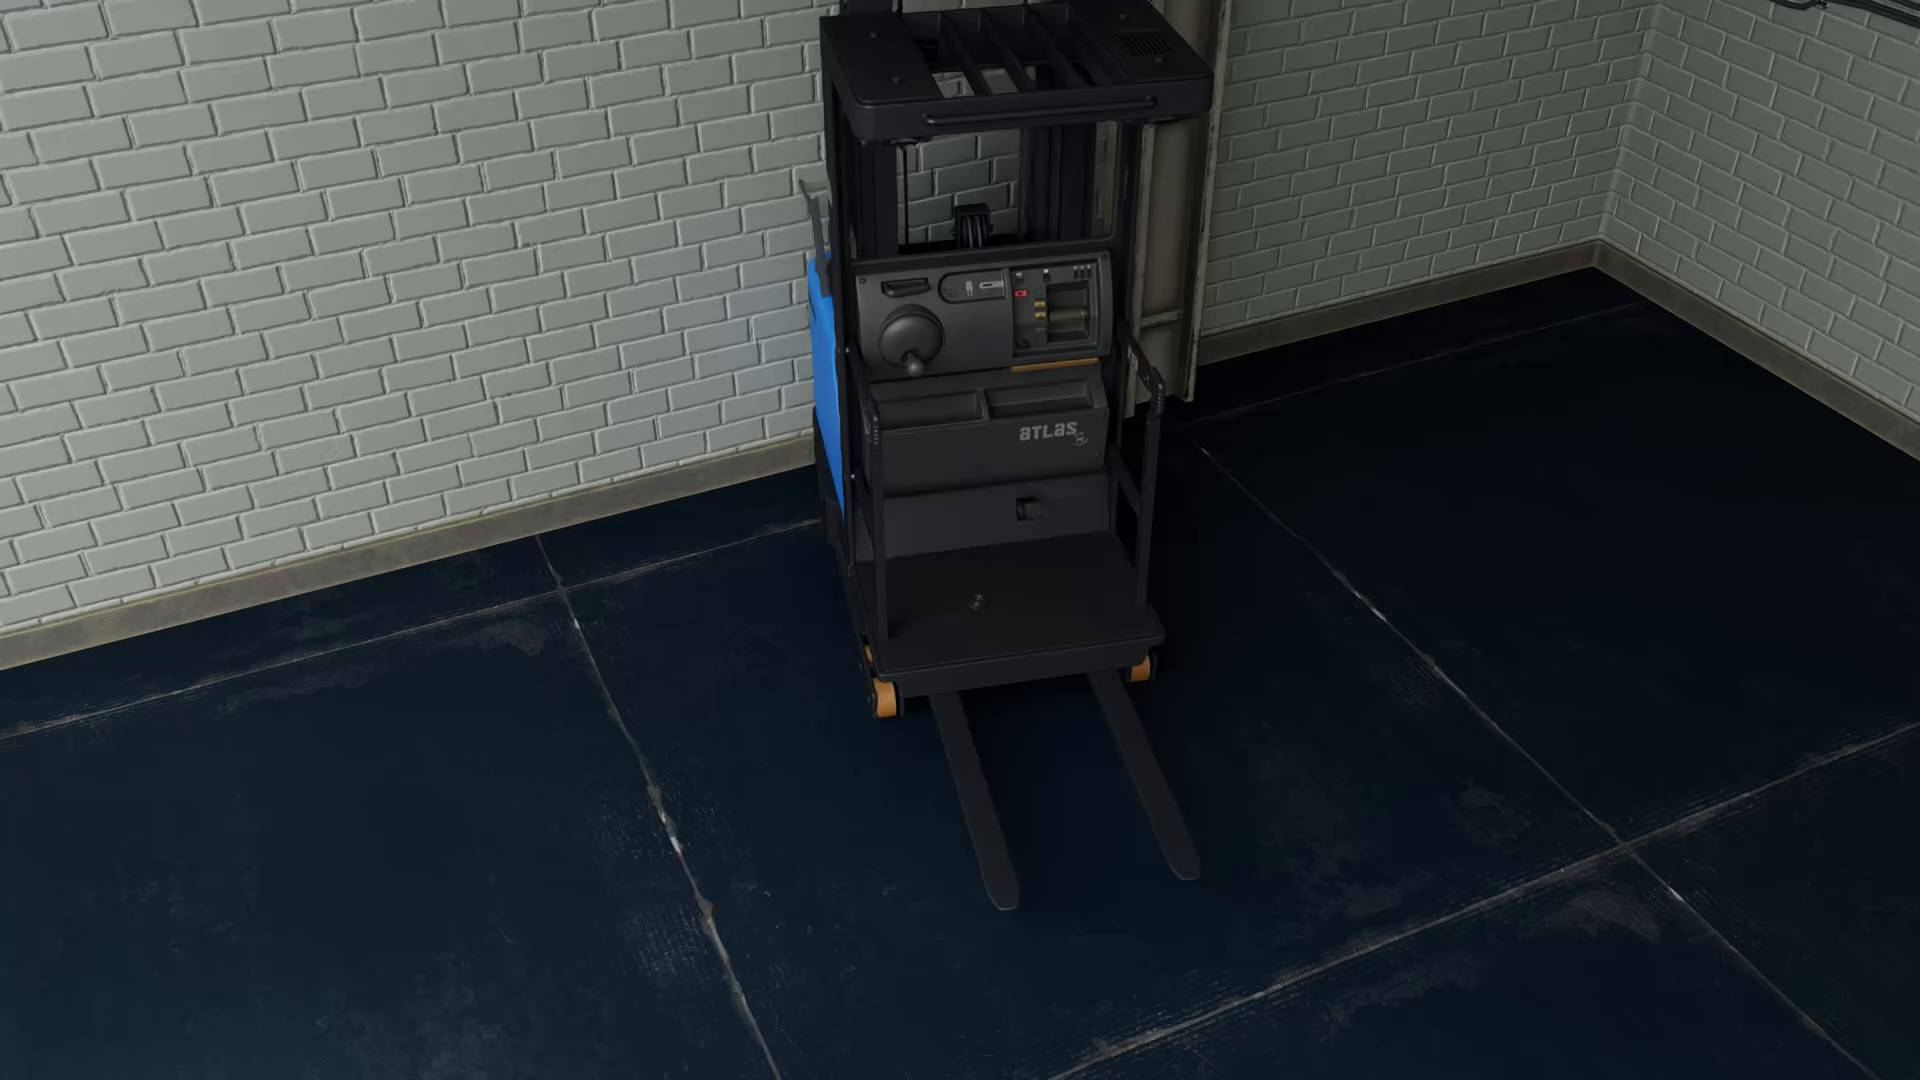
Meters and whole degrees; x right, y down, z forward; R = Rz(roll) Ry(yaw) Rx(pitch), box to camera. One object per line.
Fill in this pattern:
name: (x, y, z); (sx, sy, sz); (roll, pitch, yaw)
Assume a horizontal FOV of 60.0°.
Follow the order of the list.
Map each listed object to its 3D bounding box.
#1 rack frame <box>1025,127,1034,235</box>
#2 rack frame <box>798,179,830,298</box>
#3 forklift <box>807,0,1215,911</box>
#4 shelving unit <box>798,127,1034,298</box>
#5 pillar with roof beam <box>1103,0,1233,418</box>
rack frame: (0.396, -1.076, 7.344); (0.032, 1.500, 0.500); (-11, 37, -9)
rack frame: (-0.588, -0.880, 7.178); (0.032, 1.500, 0.500); (-11, 37, -9)
forklift: (0.140, -0.744, 5.792); (1.130, 2.935, 3.031); (-7, 37, -10)
shelving unit: (-0.096, -0.978, 7.261); (1.048, 1.500, 0.538); (-11, 37, -9)
pillar with roof beam: (2.739, -2.014, 2.411); (0.400, 9.000, 9.100); (-16, 39, -20)
